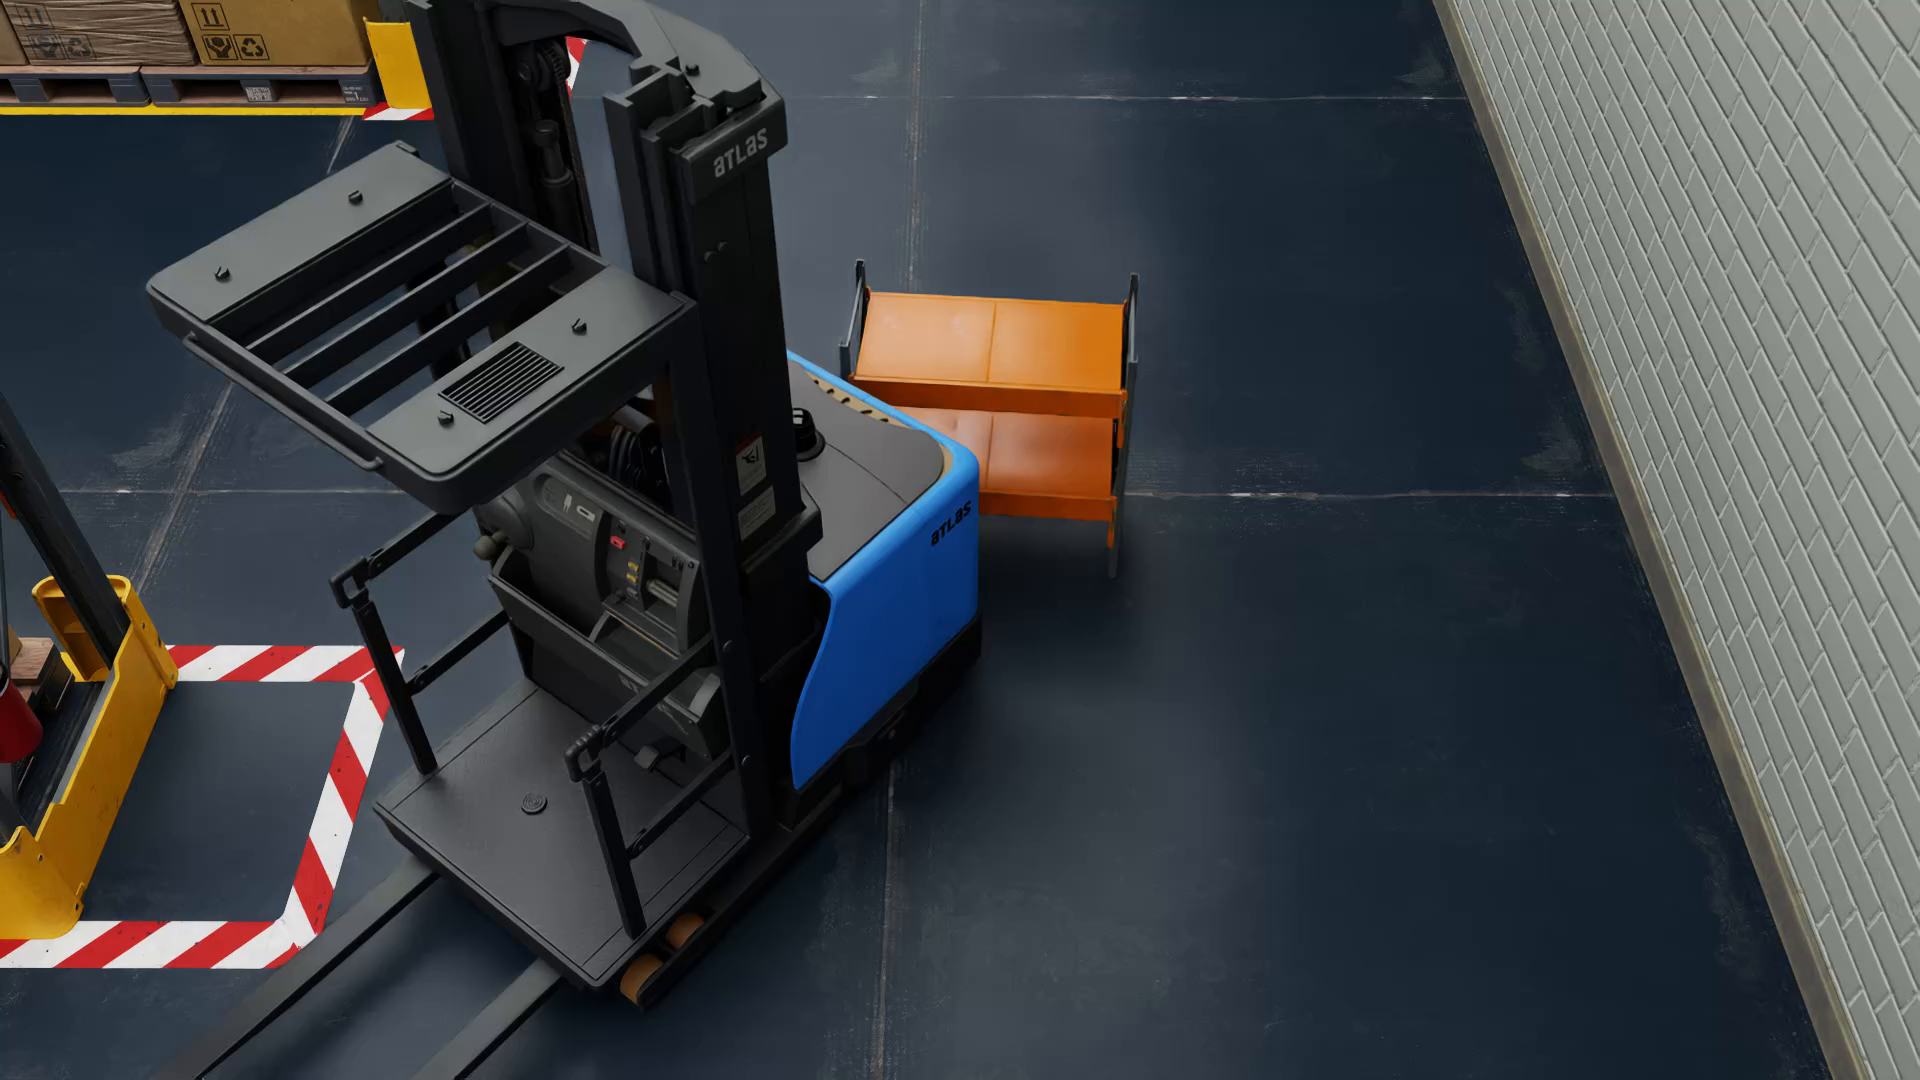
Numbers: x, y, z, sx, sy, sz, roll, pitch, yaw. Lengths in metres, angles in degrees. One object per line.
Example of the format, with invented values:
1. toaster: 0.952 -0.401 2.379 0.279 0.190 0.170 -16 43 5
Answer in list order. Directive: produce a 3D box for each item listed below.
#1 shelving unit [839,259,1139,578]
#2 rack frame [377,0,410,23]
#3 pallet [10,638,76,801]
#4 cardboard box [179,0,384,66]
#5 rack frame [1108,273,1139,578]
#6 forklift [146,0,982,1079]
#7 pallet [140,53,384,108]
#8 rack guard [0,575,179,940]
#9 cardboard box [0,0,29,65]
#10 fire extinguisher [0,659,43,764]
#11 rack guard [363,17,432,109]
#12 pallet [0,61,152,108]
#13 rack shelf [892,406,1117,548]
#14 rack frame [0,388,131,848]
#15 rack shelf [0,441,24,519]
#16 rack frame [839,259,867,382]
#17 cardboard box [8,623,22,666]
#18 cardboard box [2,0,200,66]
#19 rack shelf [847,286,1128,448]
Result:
1. shelving unit: 0.117 -0.448 6.399 1.048 1.125 0.538 3 47 3
2. rack frame: -2.927 -3.756 8.197 0.127 3.000 1.000 0 47 0
3. pallet: -3.935 0.796 5.865 1.213 0.211 1.003 0 47 0
4. cardboard box: -3.567 -3.119 8.768 0.875 0.875 0.875 0 47 0
5. rack frame: 0.624 -0.417 6.370 0.032 1.125 0.500 3 47 3
6. forklift: -1.224 0.078 4.675 1.130 2.935 3.031 30 54 25
7. pallet: -3.727 -2.751 9.167 1.213 0.211 1.003 0 47 0
8. rack guard: -3.122 0.725 5.733 0.348 0.500 1.175 0 47 0
9. cardboard box: -5.367 -3.124 8.773 0.875 0.875 0.875 0 47 0
10. fire extinguisher: -2.796 0.366 4.668 0.183 0.674 0.296 0 47 0
11. rack guard: -2.903 -2.905 9.112 0.348 0.500 1.175 0 47 0
12. pallet: -4.944 -2.757 9.172 1.213 0.211 1.003 0 47 0
13. rack shelf: 0.117 -0.281 6.578 1.000 0.278 0.538 3 47 3
14. rack frame: -3.046 -0.126 4.818 0.127 3.000 1.000 0 47 0
15. rack shelf: -5.046 0.114 5.086 4.000 0.370 1.077 0 47 0
16. rack frame: -0.390 -0.479 6.427 0.032 1.125 0.500 3 47 3
17. cardboard box: -3.569 0.466 5.927 0.250 0.149 0.380 1 47 1
18. cardboard box: -4.477 -3.121 8.771 0.875 0.875 0.875 0 47 0
19. rack shelf: 0.117 -0.647 6.184 1.000 0.278 0.538 3 47 3
